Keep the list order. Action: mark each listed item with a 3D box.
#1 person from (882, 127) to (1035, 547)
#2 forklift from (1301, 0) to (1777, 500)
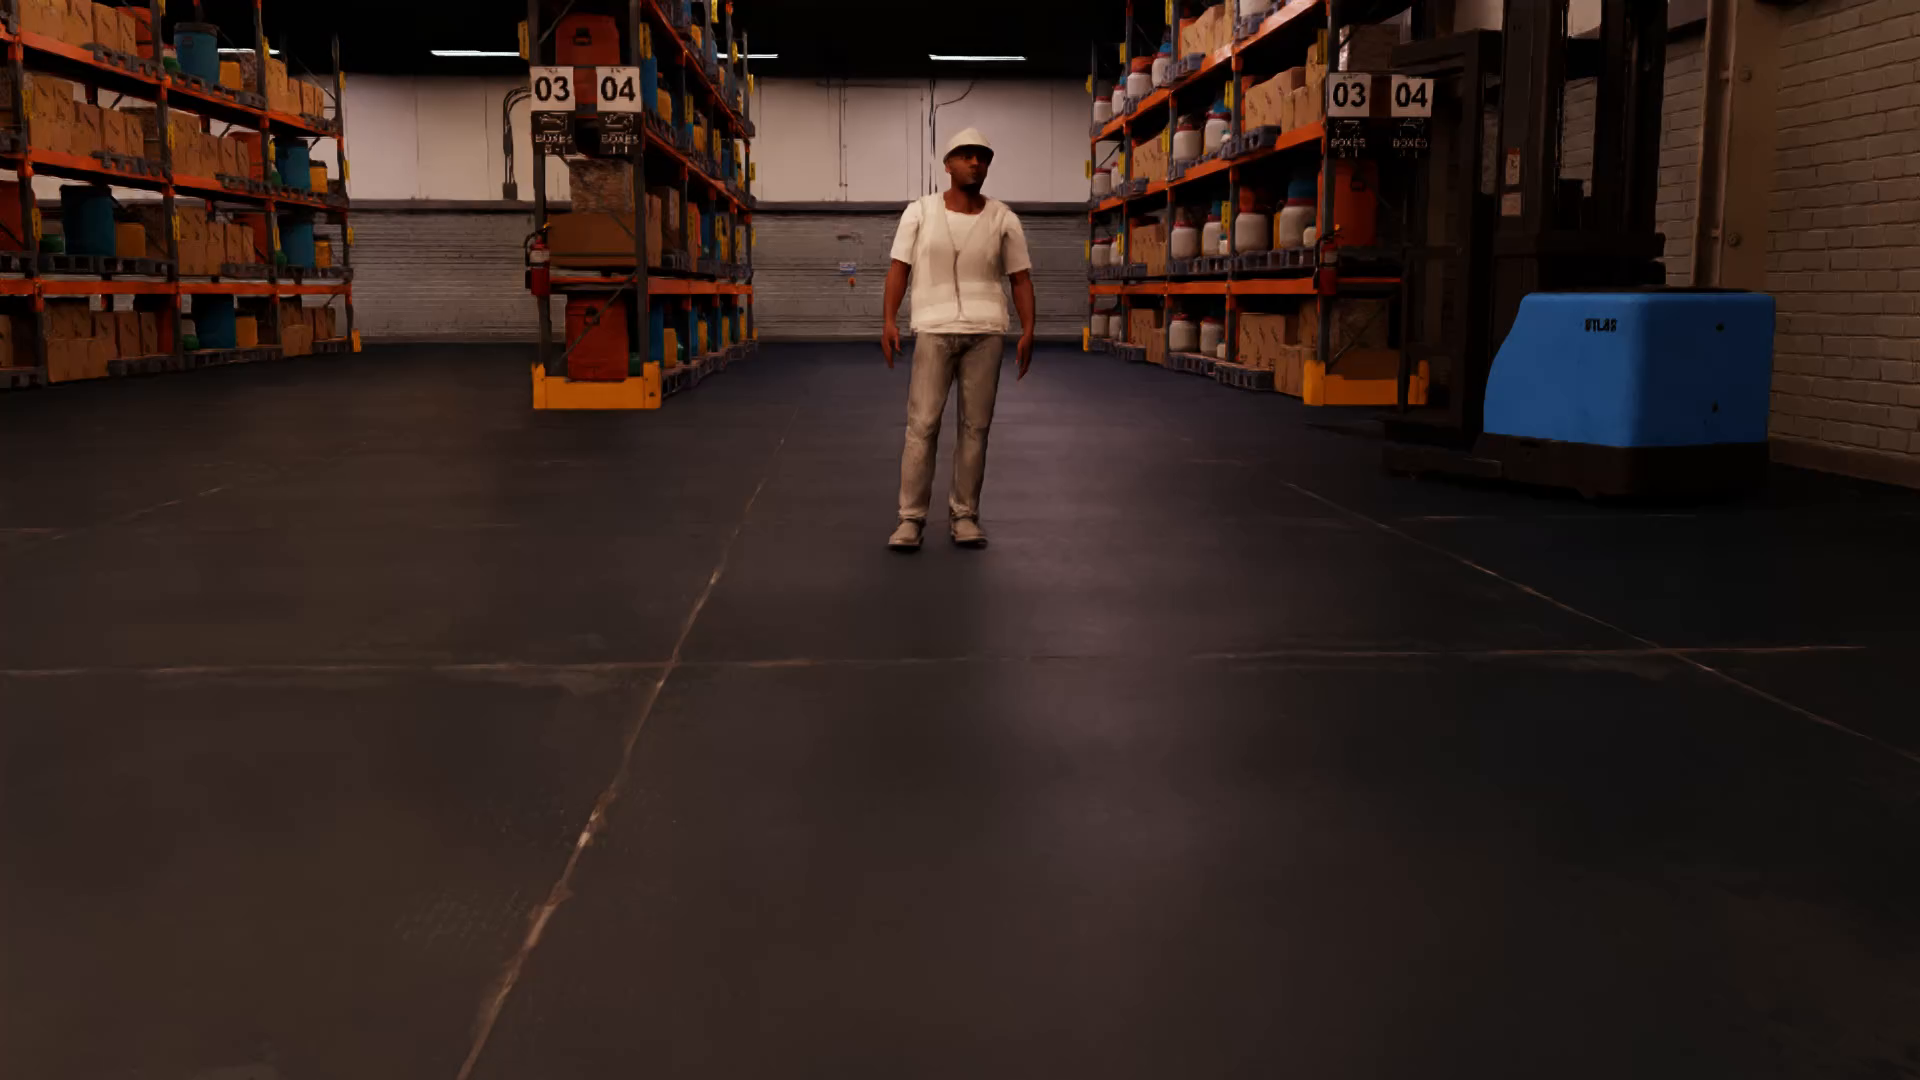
[{"bbox_3d":[-0.001,-0.870,7.110,0.665,1.766,0.576,-1,8,-4],"label":"person"},{"bbox_3d":[3.185,-1.831,9.662,1.130,2.935,3.031,-4,9,-23],"label":"forklift"}]
